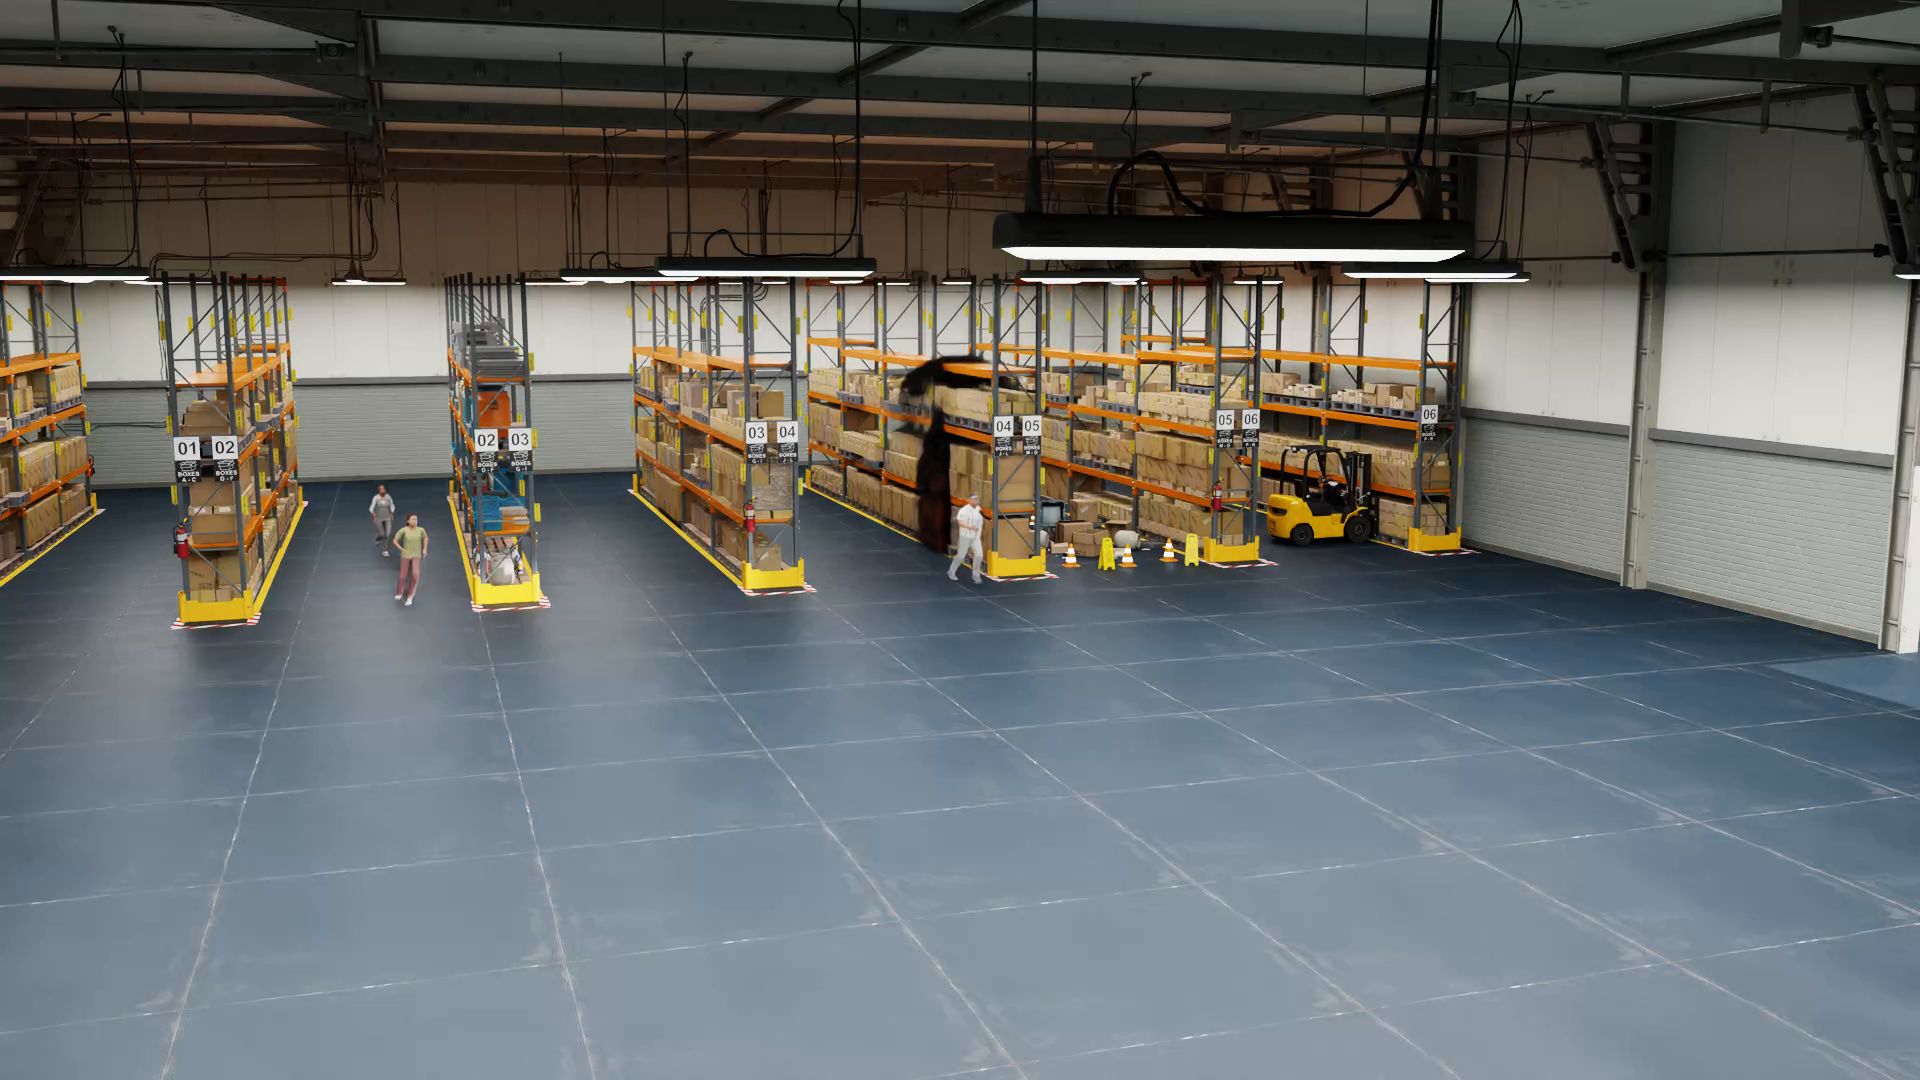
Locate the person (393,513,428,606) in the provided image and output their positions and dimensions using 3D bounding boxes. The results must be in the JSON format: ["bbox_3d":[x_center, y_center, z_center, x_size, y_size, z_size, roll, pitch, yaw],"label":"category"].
[{"bbox_3d":[-10.039,0.342,30.430,0.644,1.686,0.686,-4,9,-25],"label":"person"}]

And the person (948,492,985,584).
[{"bbox_3d":[0.197,-0.035,32.622,0.697,1.850,0.807,-7,11,-38],"label":"person"}]

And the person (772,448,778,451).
[{"bbox_3d":[-5.079,-2.136,46.544,0.683,1.734,0.822,-2,9,-11],"label":"person"}]

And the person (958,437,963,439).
[{"bbox_3d":[0.040,-1.872,44.608,0.727,1.765,1.040,-4,9,-23],"label":"person"}]

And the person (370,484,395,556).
[{"bbox_3d":[-12.472,-0.440,35.914,0.522,1.554,0.598,-5,10,-31],"label":"person"}]
